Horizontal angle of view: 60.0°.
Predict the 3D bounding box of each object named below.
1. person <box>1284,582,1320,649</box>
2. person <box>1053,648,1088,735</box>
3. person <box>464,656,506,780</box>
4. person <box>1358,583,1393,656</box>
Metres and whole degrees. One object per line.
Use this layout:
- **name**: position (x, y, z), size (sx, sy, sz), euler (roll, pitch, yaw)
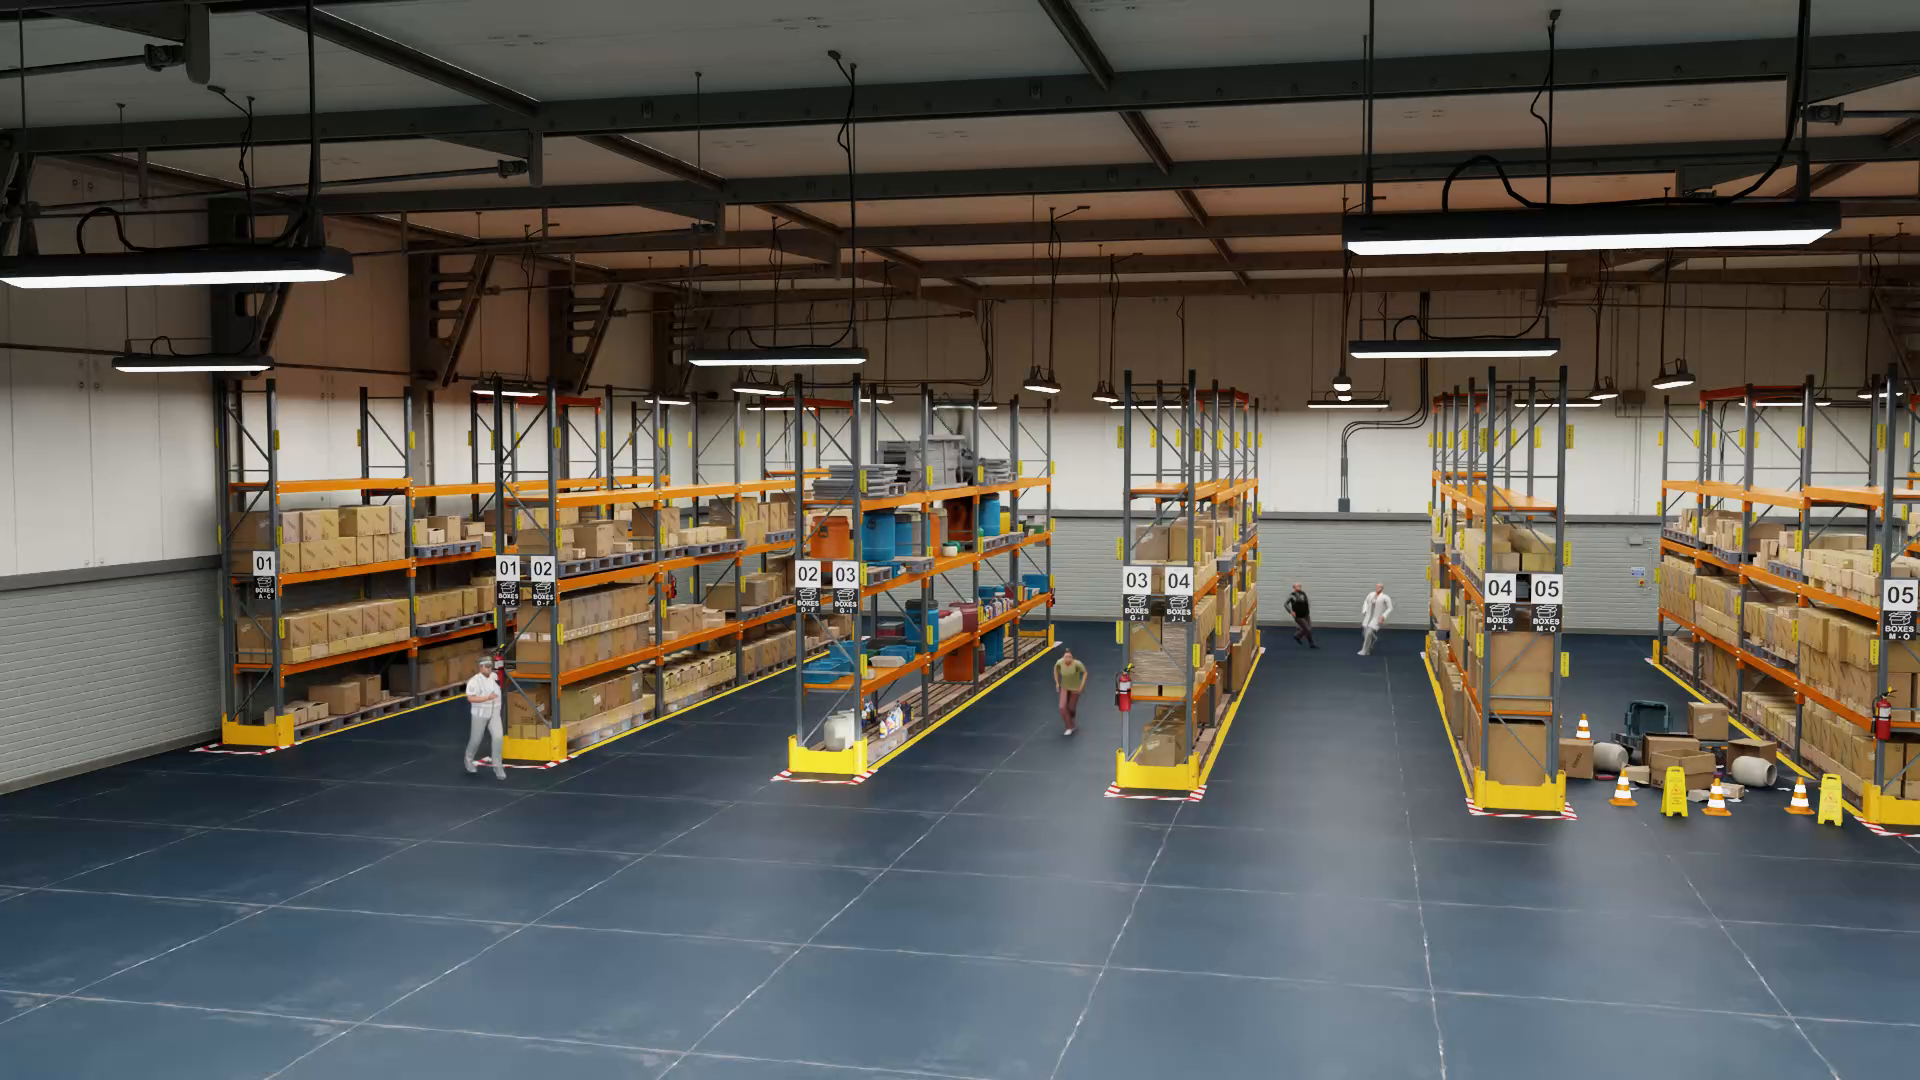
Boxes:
- **person**: position (8.140, 1.810, 39.820), size (0.767, 1.620, 0.701), euler (-3, 4, -38)
- **person**: position (1.910, 2.557, 28.484), size (0.587, 1.518, 0.963), euler (1, 4, 12)
- **person**: position (-7.079, 2.623, 24.736), size (0.641, 1.805, 0.915), euler (-3, 5, -45)
- **person**: position (9.653, 1.835, 38.570), size (0.757, 1.702, 0.716), euler (3, 5, 45)
